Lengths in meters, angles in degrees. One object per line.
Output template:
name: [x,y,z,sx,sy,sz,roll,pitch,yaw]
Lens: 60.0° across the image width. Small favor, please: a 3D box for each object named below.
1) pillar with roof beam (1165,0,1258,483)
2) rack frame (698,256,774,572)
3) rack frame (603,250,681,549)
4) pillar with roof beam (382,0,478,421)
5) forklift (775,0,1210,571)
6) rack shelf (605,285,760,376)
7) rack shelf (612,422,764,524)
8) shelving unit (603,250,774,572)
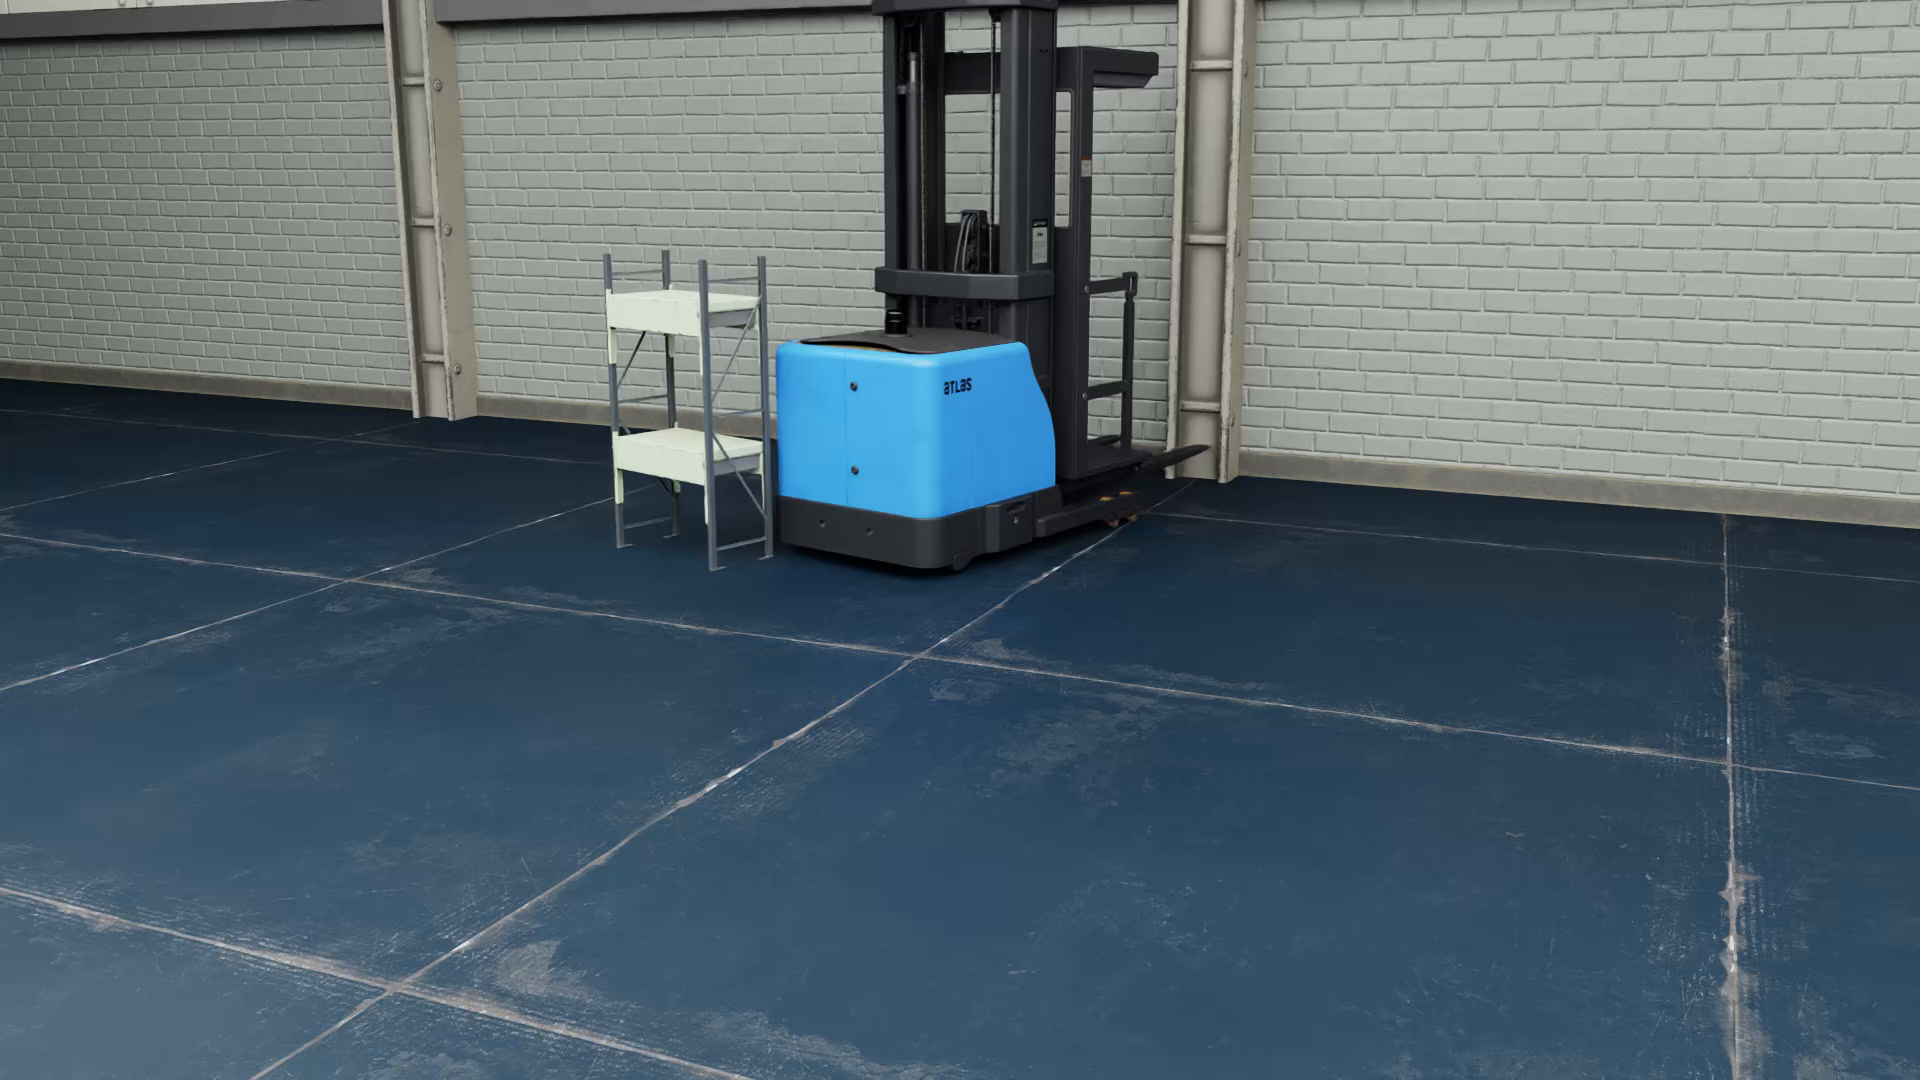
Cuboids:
pillar with roof beam: [-0.219,-3.883,5.605,0.400,9.000,9.100,6,14,23]
rack frame: [-1.081,-0.609,8.069,0.023,1.500,0.400,11,17,40]
rack frame: [-1.628,-0.721,8.542,0.023,1.500,0.400,11,17,40]
pillar with roof beam: [-5.705,-4.438,7.971,0.400,9.000,9.100,6,14,23]
forklift: [0.359,-1.559,8.981,1.130,2.935,3.031,10,16,36]
rack shelf: [-1.354,-1.045,8.217,0.720,0.370,0.431,11,17,40]
rack shelf: [-1.354,-0.348,8.380,0.720,0.370,0.431,11,17,40]
shelving unit: [-1.354,-0.665,8.306,0.755,1.500,0.431,11,17,40]
